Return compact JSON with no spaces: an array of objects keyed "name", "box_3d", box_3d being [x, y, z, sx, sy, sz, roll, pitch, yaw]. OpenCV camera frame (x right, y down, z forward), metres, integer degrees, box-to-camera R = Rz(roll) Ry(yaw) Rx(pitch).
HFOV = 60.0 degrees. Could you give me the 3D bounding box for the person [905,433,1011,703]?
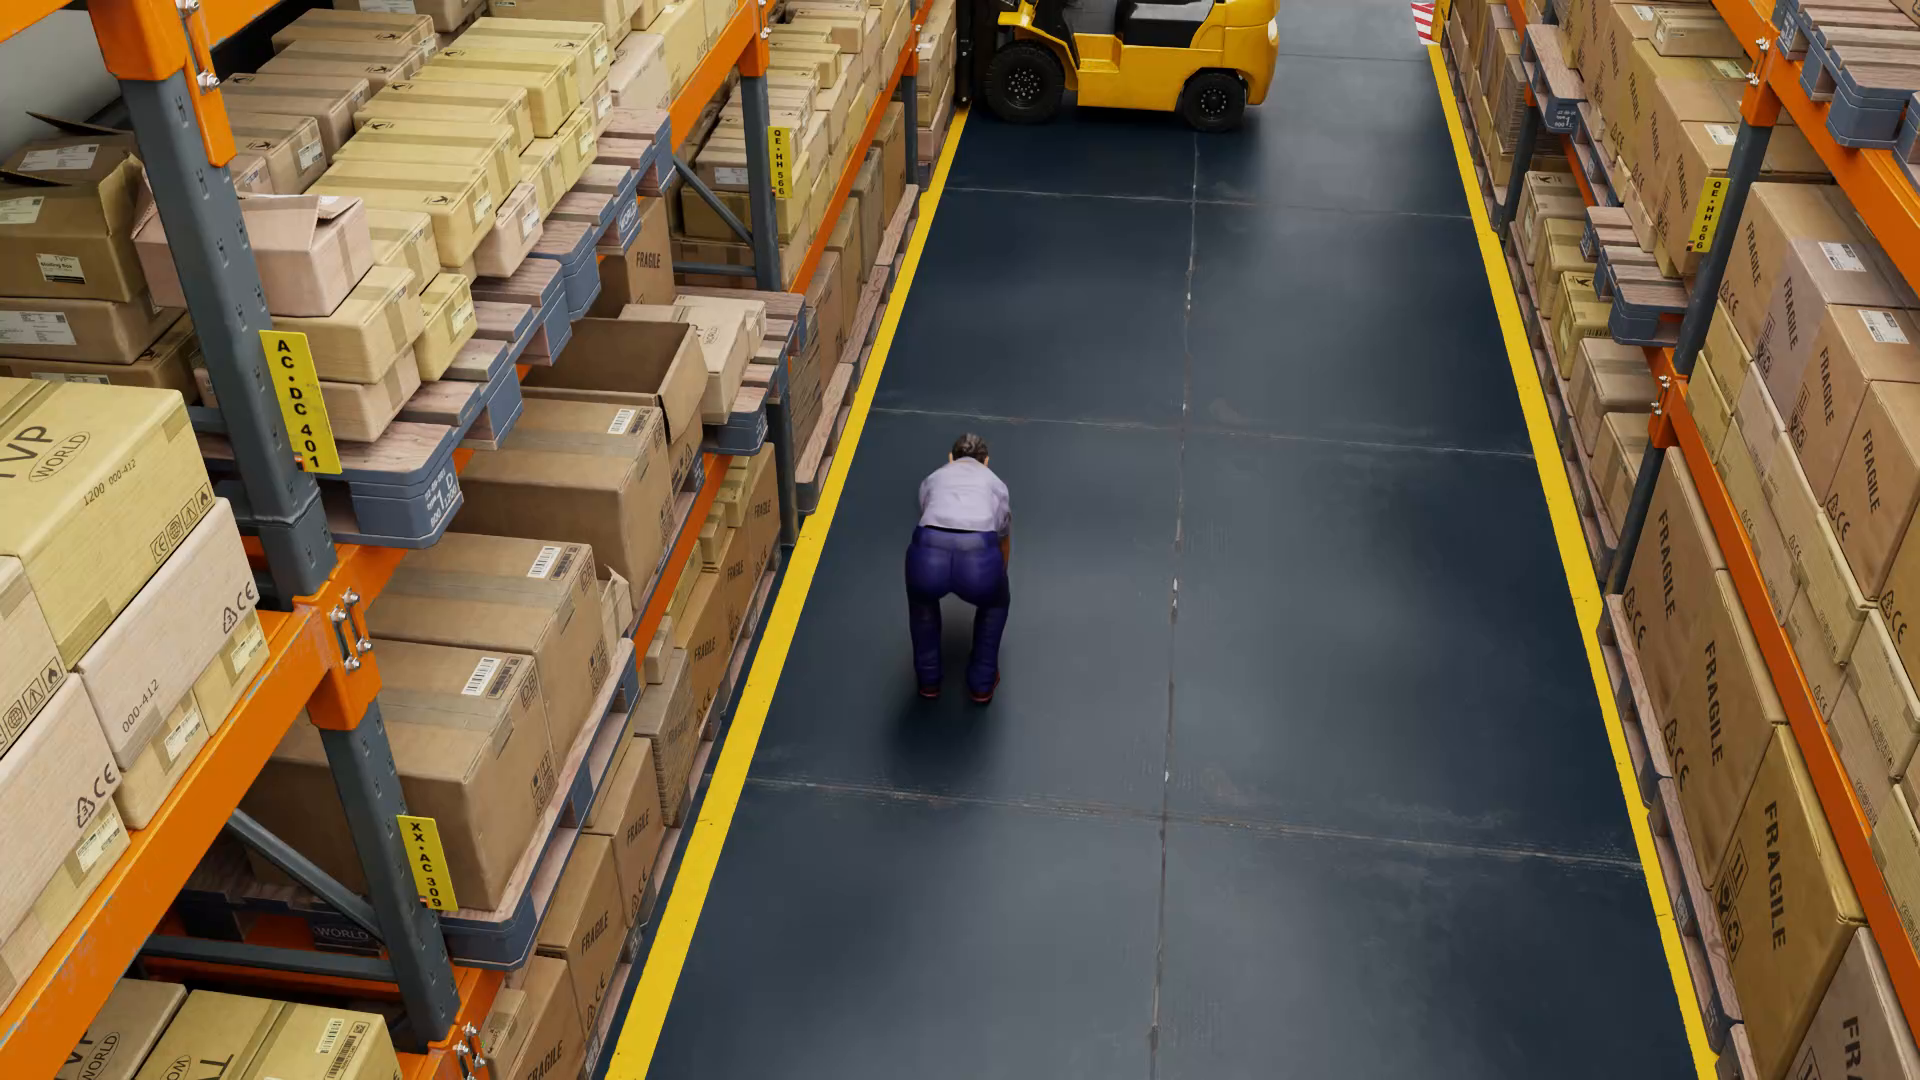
[{"name":"person","box_3d":[0.001,0.151,7.372,0.460,1.029,0.907,3,36,4]}]
